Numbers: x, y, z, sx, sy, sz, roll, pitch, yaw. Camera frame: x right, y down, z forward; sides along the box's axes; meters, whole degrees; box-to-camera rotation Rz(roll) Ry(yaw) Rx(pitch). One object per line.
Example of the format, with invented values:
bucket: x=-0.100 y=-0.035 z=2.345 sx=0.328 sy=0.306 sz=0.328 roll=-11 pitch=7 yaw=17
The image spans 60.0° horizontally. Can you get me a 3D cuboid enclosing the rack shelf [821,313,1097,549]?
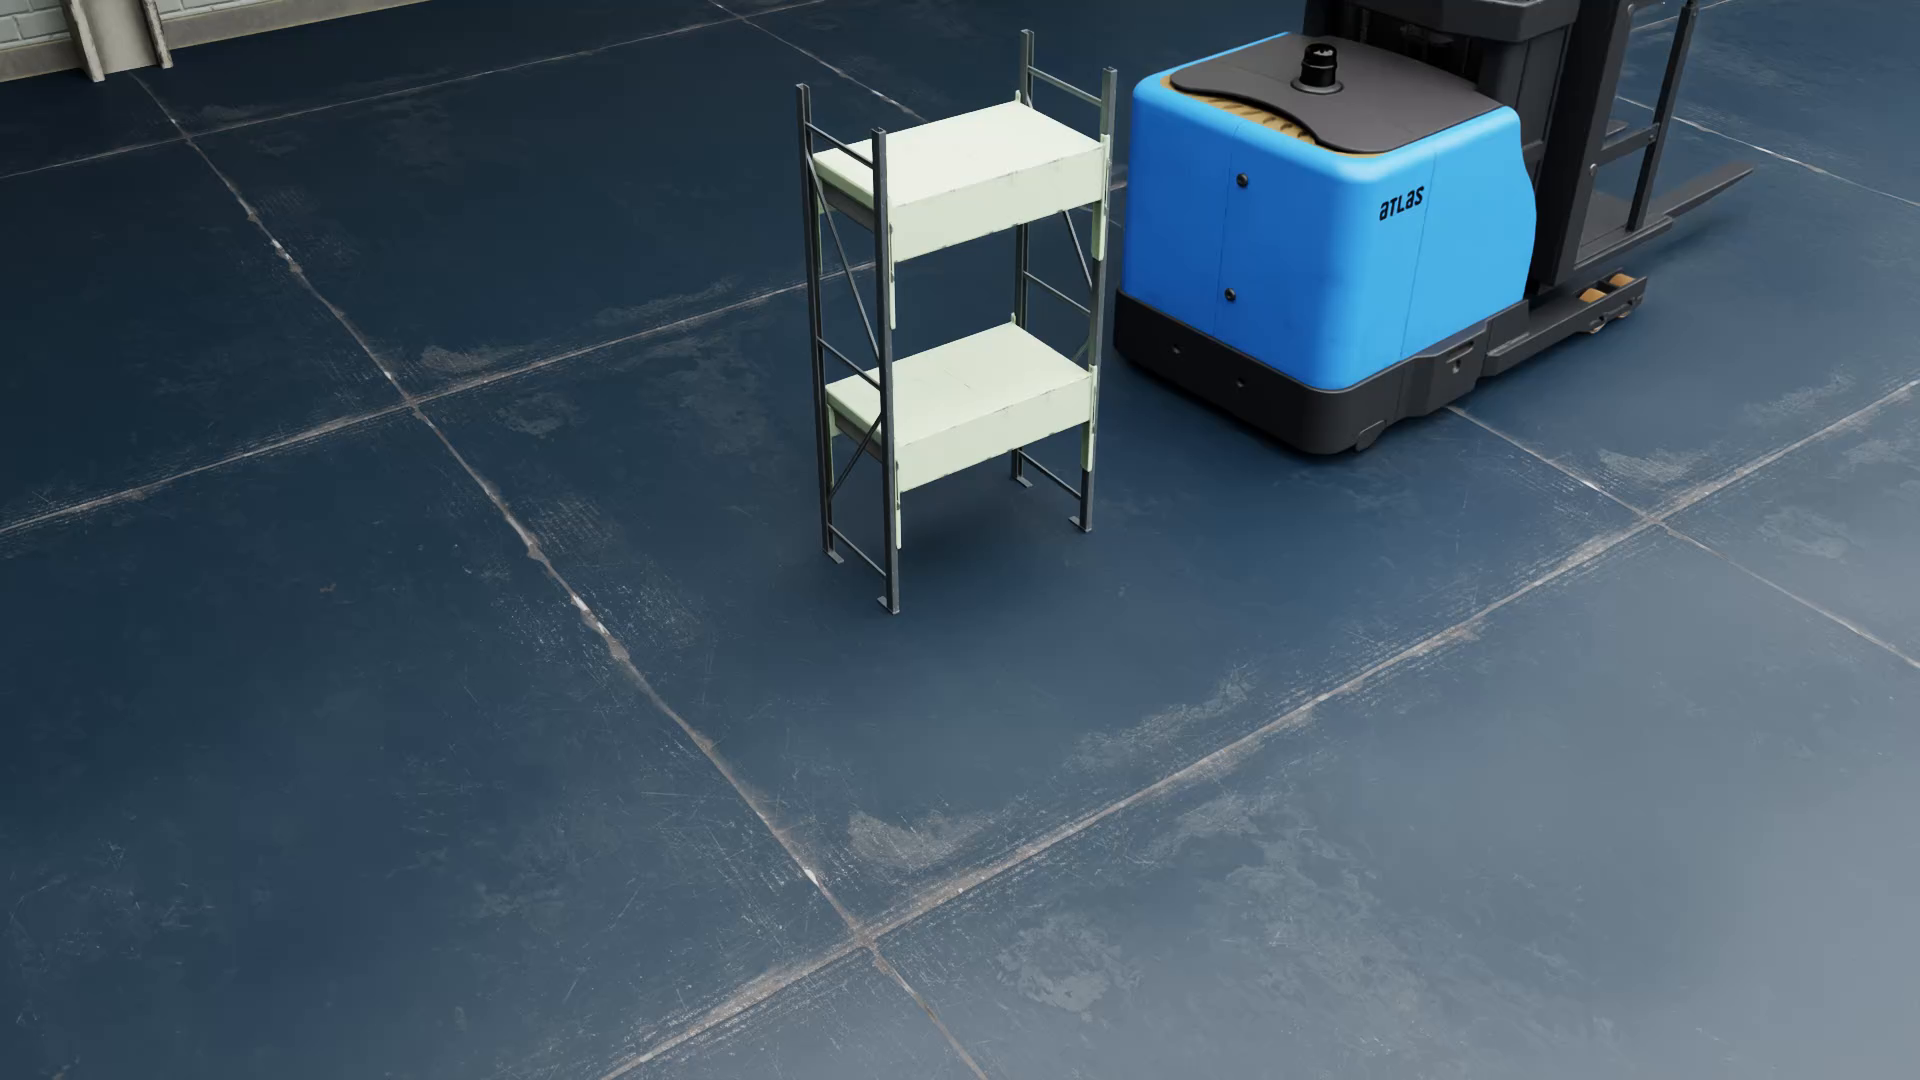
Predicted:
rack shelf: x=-0.005 y=-0.342 z=4.999 sx=0.720 sy=0.370 sz=0.431 roll=-22 pitch=41 yaw=-28

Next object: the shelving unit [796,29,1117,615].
shelving unit: x=-0.005 y=-0.607 z=4.809 sx=0.755 sy=1.500 sz=0.431 roll=-22 pitch=41 yaw=-28

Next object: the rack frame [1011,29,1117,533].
rack frame: x=0.294 y=-0.730 z=4.980 sx=0.023 sy=1.500 sz=0.400 roll=-22 pitch=41 yaw=-28

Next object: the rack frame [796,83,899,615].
rack frame: x=-0.305 y=-0.484 z=4.638 sx=0.023 sy=1.500 sz=0.400 roll=-22 pitch=41 yaw=-28

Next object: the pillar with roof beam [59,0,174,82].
pillar with roof beam: x=-1.880 y=-4.080 z=3.216 sx=0.400 sy=9.000 sz=9.100 roll=-22 pitch=41 yaw=-28

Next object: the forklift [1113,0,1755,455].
forklift: x=2.018 y=-2.190 z=5.785 sx=3.031 sy=2.935 sz=1.130 roll=-26 pitch=43 yaw=-31

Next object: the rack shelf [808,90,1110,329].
rack shelf: x=-0.005 y=-0.923 z=4.581 sx=0.720 sy=0.370 sz=0.431 roll=-22 pitch=41 yaw=-28
